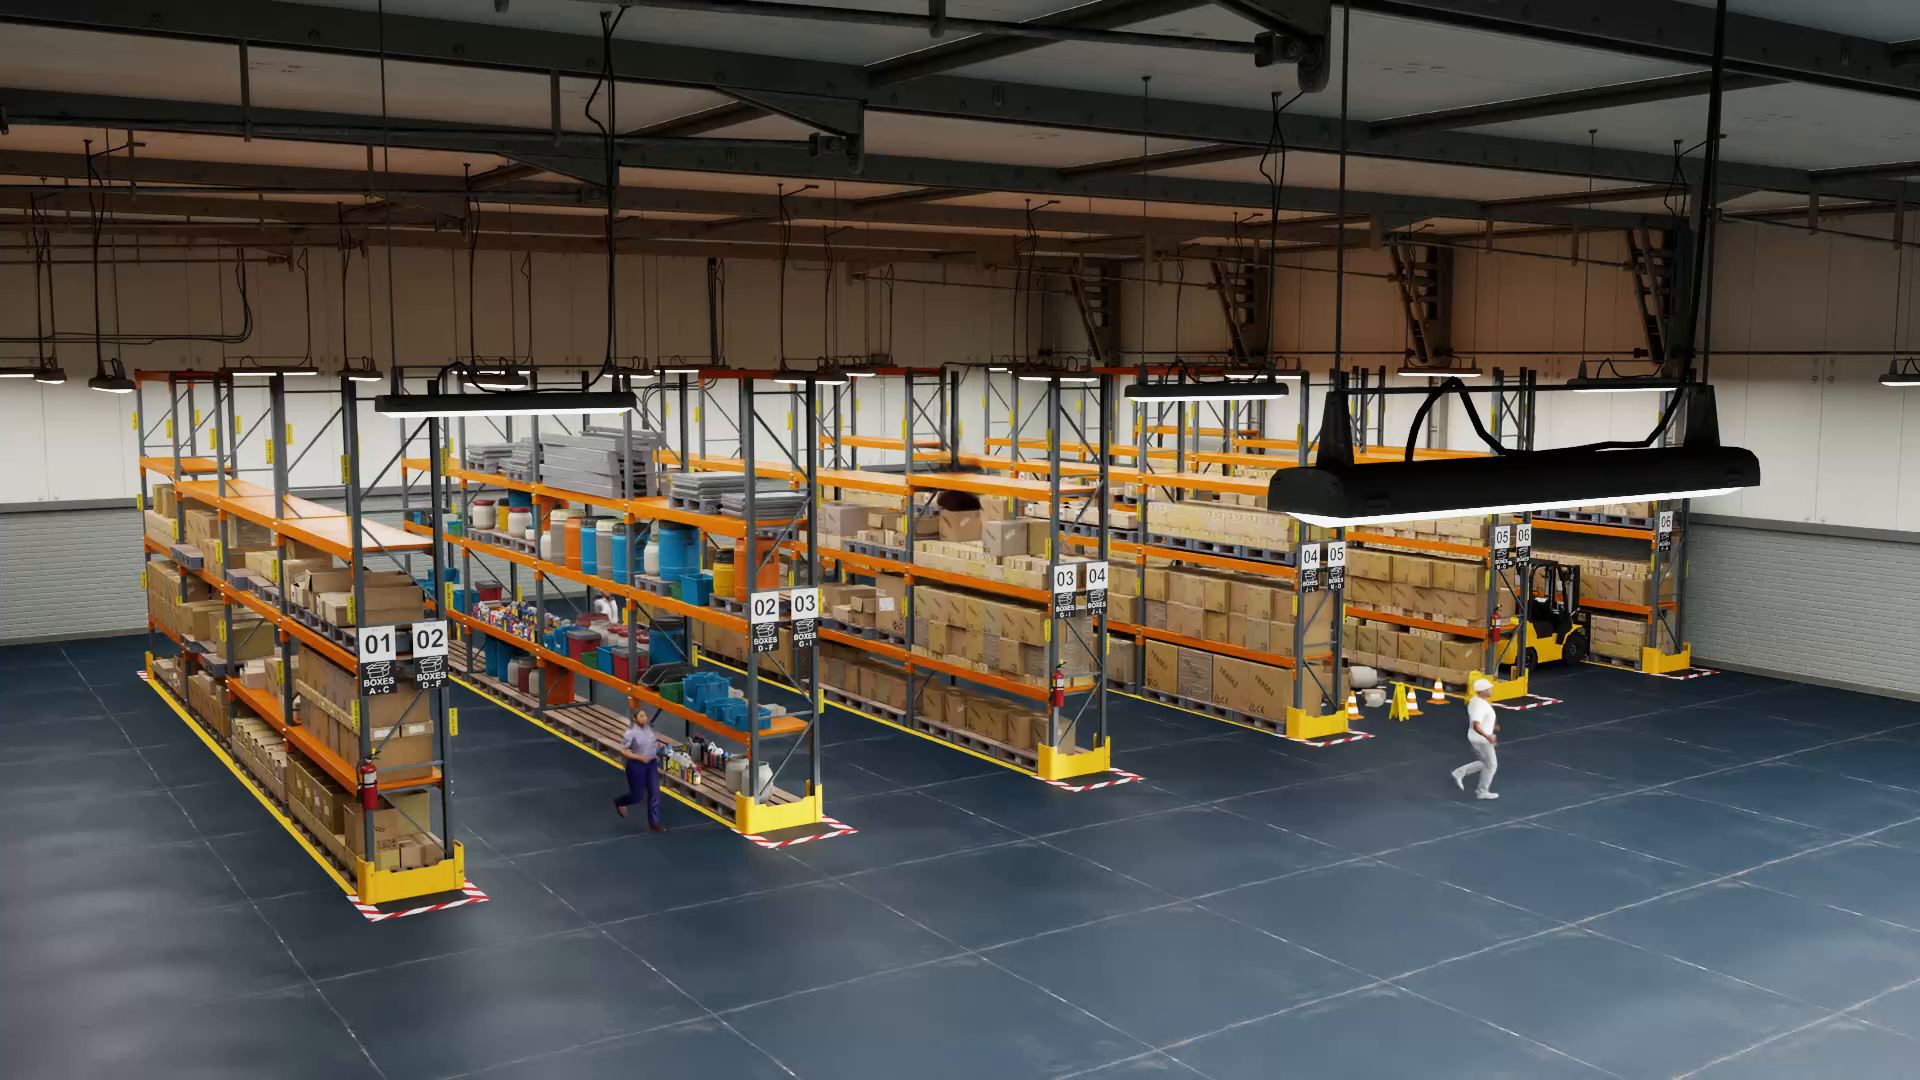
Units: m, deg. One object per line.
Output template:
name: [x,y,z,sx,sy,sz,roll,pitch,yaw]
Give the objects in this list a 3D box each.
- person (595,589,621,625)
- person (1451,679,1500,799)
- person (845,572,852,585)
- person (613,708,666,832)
person: [-7.039,1.742,33.132,0.714,1.742,0.662,6,9,41]
person: [7.334,2.819,23.554,0.671,1.727,0.696,1,6,6]
person: [-2.390,1.508,35.471,0.561,1.678,0.620,-5,8,-36]
person: [-4.232,3.029,22.080,0.886,1.622,0.609,5,8,38]
